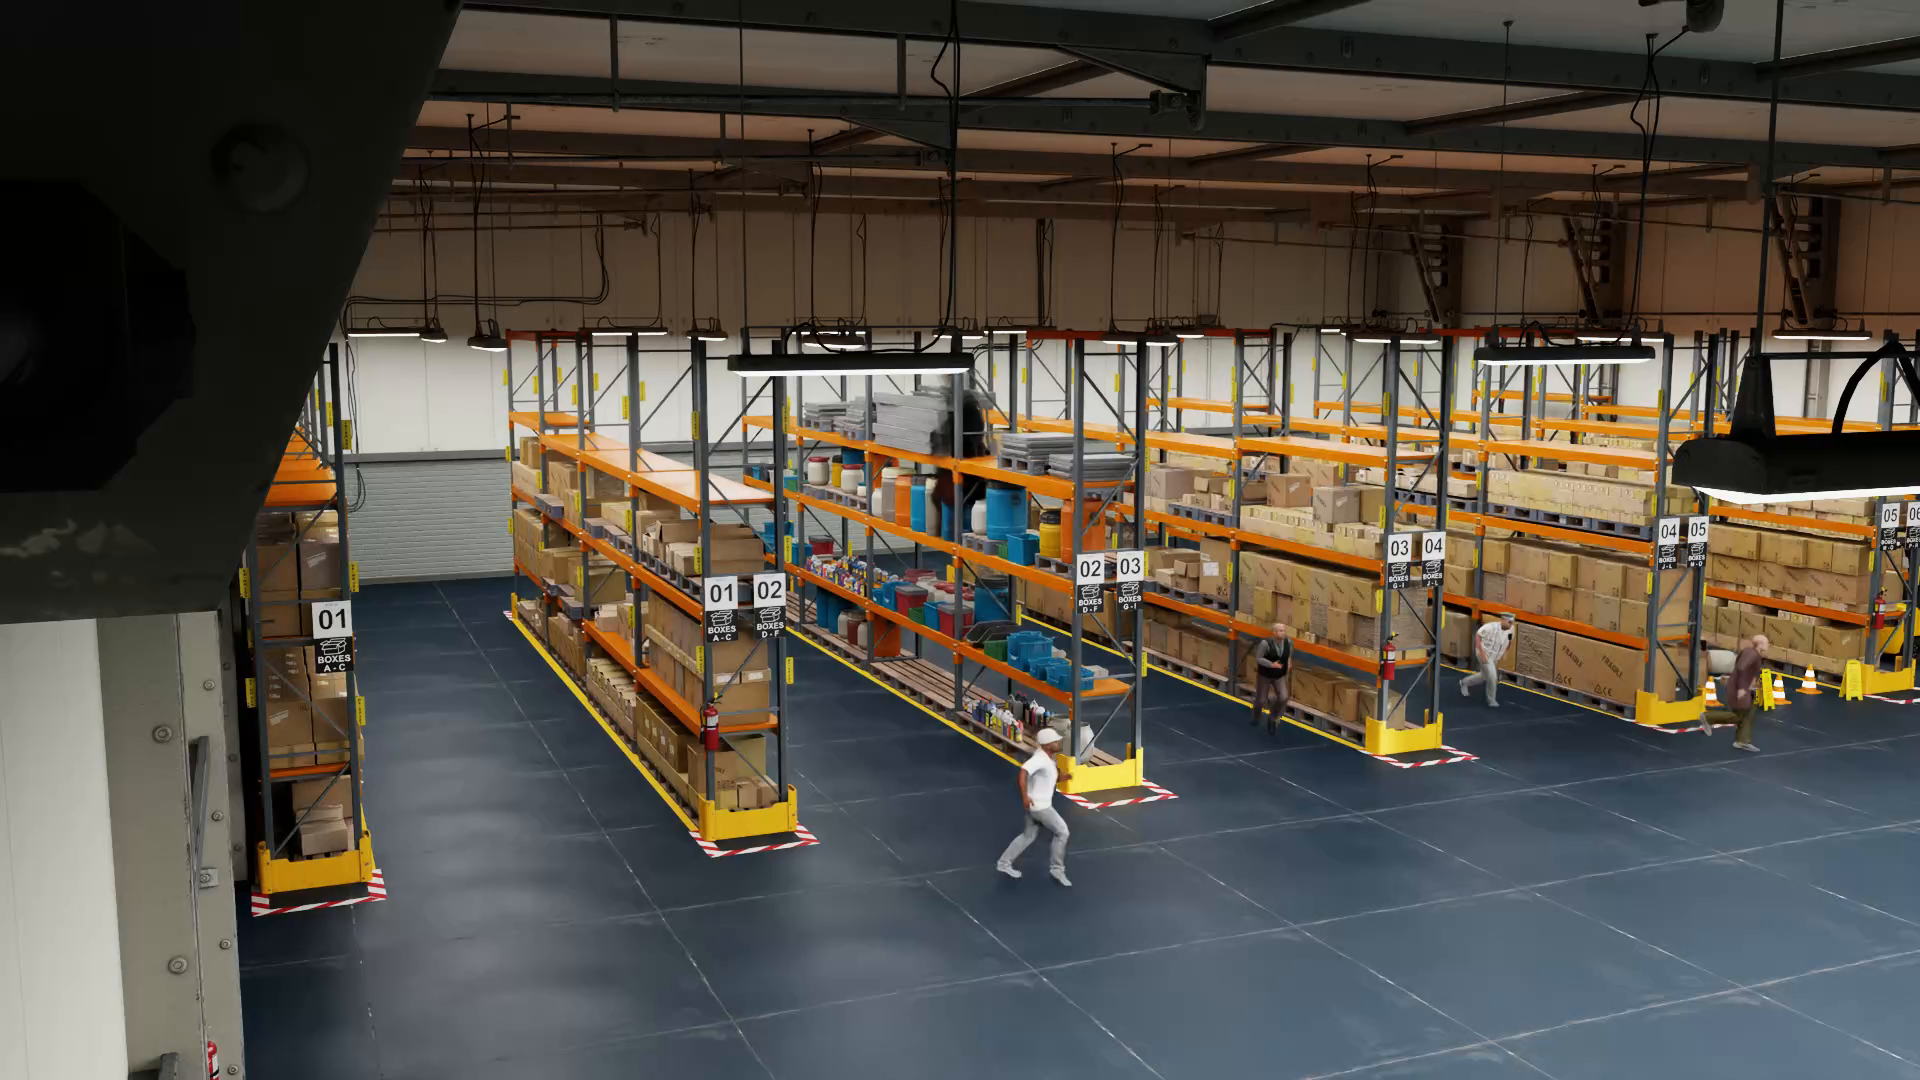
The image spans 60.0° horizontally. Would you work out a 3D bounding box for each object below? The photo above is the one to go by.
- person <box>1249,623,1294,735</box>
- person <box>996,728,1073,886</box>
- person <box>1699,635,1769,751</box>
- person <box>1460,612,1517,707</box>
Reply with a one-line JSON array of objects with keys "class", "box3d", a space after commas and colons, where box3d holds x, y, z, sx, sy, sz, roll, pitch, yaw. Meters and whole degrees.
[{"class": "person", "box3d": [4.643, 2.069, 24.542, 0.698, 1.588, 0.862, -2, 8, -13]}, {"class": "person", "box3d": [0.830, 2.975, 18.435, 0.860, 1.807, 0.729, 0, 8, 0]}, {"class": "person", "box3d": [11.293, 2.214, 24.293, 0.886, 1.726, 0.712, 2, 8, 15]}, {"class": "person", "box3d": [8.603, 1.901, 27.110, 0.670, 1.604, 1.052, -4, 9, -25]}]
